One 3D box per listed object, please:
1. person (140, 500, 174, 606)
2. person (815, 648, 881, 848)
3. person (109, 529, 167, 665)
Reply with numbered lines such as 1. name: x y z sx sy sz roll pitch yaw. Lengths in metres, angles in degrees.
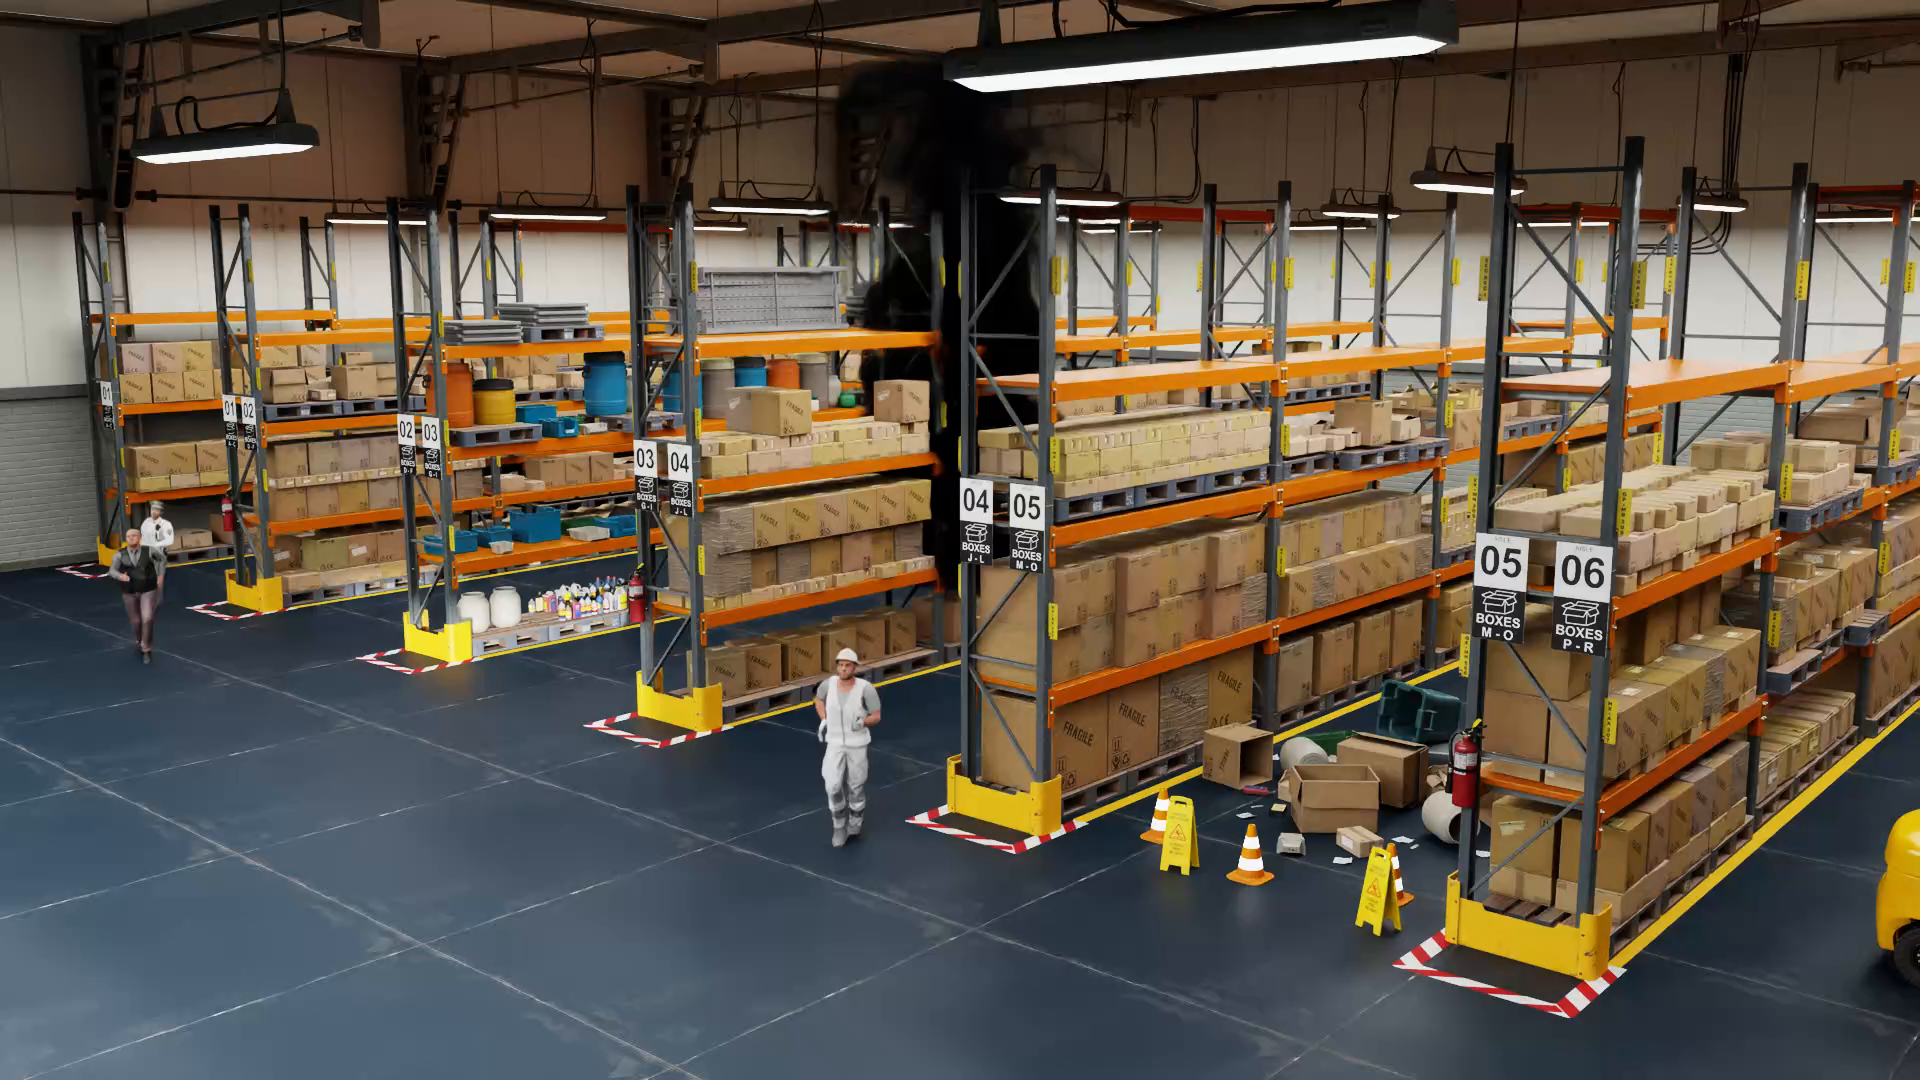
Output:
1. person: -11.951 0.250 24.659 0.605 1.690 0.786 0 9 -3
2. person: -1.027 1.857 14.820 0.649 1.804 0.679 1 10 8
3. person: -10.762 0.727 21.805 0.662 1.769 0.768 -3 10 -16
